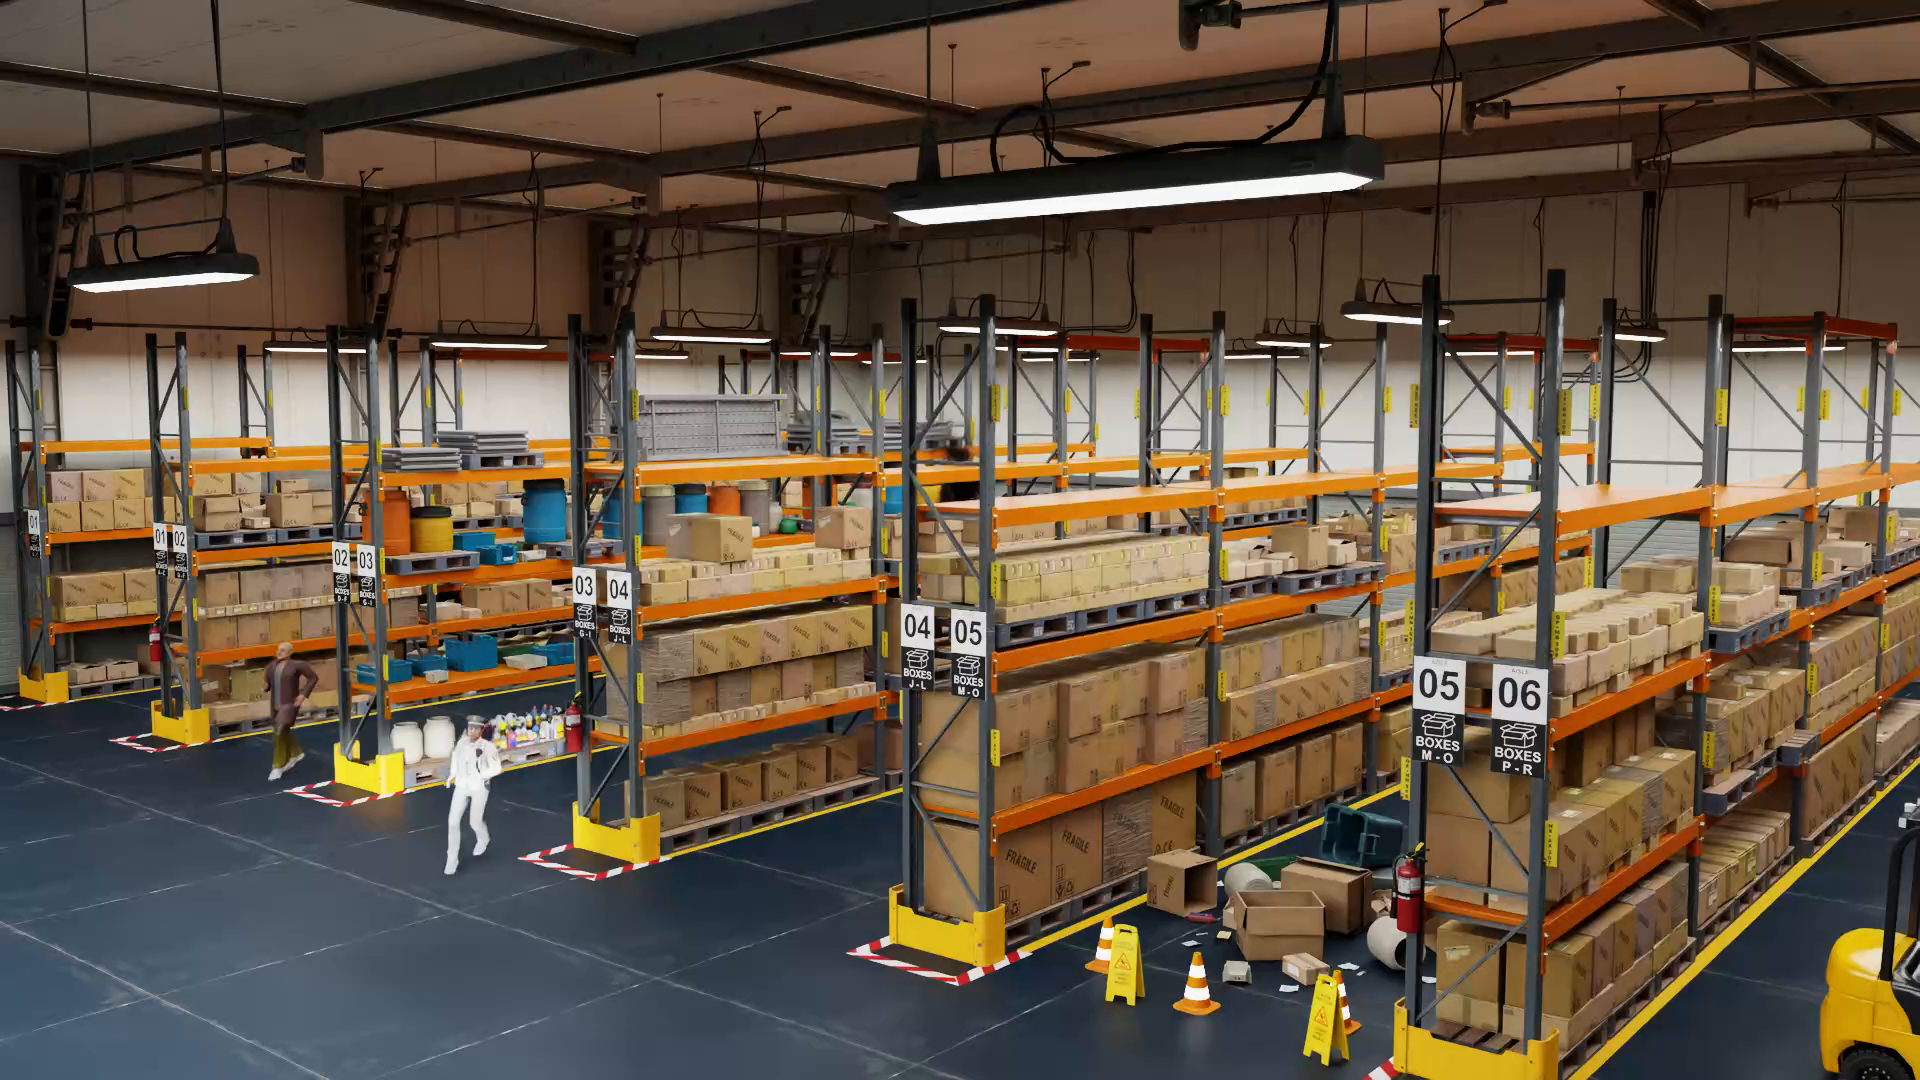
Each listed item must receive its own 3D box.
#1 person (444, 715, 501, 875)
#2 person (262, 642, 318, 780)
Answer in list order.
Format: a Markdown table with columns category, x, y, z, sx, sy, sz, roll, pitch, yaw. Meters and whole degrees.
| category | x | y | z | sx | sy | sz | roll | pitch | yaw |
| --- | --- | --- | --- | --- | --- | --- | --- | --- | --- |
| person | -5.269 | 2.731 | 18.070 | 0.639 | 1.722 | 0.815 | 1 | 5 | 8 |
| person | -9.029 | 2.377 | 22.360 | 0.723 | 1.669 | 0.788 | 2 | 6 | 21 |
